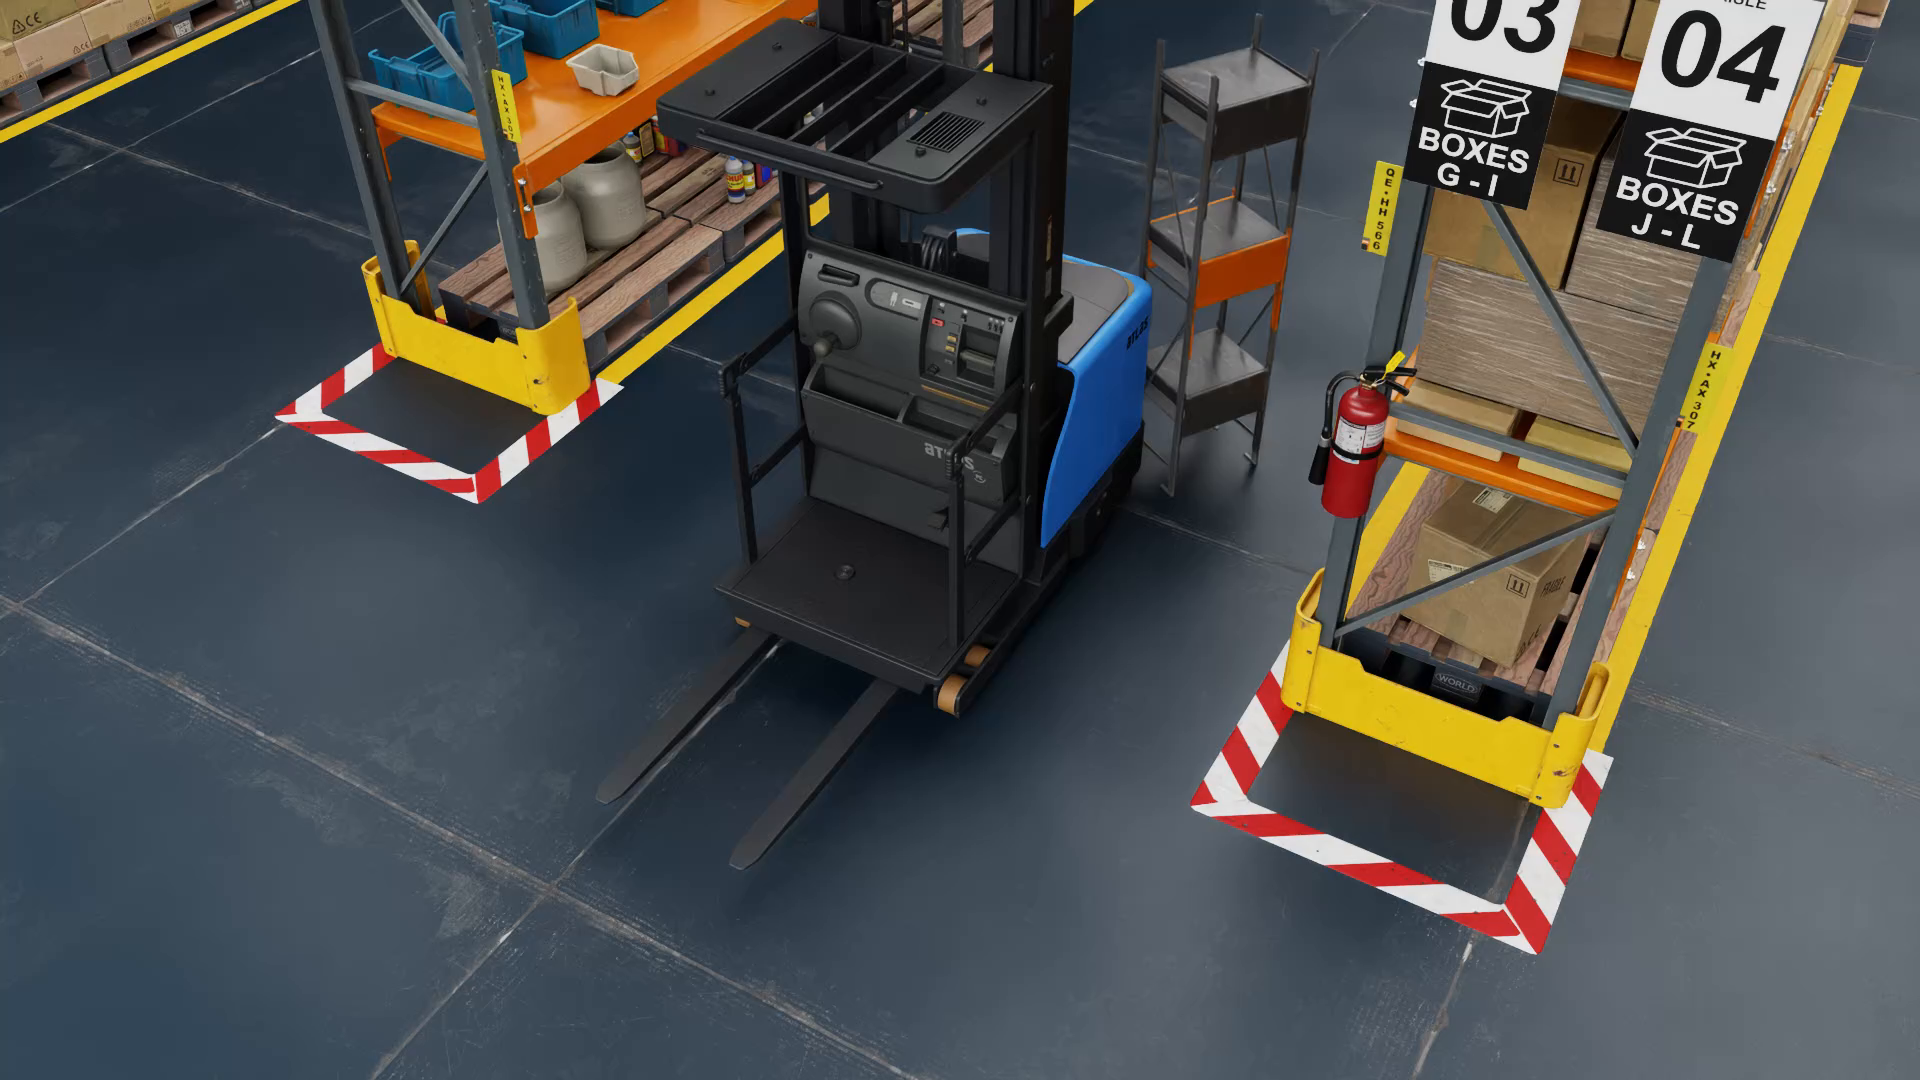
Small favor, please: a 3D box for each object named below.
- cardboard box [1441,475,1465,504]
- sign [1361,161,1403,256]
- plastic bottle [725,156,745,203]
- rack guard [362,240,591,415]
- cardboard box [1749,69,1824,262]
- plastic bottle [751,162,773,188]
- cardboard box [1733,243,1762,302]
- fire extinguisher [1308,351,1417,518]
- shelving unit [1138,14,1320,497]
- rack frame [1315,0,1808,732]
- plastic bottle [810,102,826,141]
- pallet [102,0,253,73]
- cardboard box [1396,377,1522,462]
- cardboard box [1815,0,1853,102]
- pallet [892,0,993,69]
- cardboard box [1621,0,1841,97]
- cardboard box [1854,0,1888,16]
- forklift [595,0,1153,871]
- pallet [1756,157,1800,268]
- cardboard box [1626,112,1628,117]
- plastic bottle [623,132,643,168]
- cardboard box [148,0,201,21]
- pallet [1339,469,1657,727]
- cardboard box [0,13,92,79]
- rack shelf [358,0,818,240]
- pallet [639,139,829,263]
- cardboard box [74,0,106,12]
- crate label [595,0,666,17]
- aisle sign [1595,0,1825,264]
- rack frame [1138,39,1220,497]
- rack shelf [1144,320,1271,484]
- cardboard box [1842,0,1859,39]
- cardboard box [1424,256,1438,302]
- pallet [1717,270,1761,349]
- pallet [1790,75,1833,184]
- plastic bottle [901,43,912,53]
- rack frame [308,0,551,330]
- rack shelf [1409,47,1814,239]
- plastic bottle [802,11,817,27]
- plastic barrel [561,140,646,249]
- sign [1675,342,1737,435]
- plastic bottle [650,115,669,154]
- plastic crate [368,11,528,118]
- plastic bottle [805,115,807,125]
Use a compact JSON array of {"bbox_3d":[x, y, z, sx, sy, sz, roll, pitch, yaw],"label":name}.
[{"bbox_3d":[2.443,-0.249,7.152,0.500,0.500,0.500,-33,51,-32],"label":"cardboard box"},{"bbox_3d":[1.376,-1.072,5.398,0.100,0.325,0.005,21,45,22],"label":"sign"},{"bbox_3d":[-1.265,-2.038,9.341,0.097,0.271,0.097,0,41,0],"label":"plastic bottle"},{"bbox_3d":[-2.445,-1.083,8.417,1.175,0.500,0.348,21,45,22],"label":"rack guard"},{"bbox_3d":[2.614,-1.357,5.779,0.500,0.500,0.500,21,45,22],"label":"cardboard box"},{"bbox_3d":[-1.136,-2.166,9.478,0.061,0.283,0.133,22,46,23],"label":"plastic bottle"},{"bbox_3d":[3.030,-1.140,6.781,0.380,0.149,0.250,21,45,22],"label":"cardboard box"},{"bbox_3d":[1.390,-0.382,5.788,0.296,0.674,0.183,21,45,22],"label":"fire extinguisher"},{"bbox_3d":[1.110,-1.185,7.322,0.503,2.100,0.431,-20,45,-22],"label":"shelving unit"},{"bbox_3d":[1.846,-0.324,5.664,1.000,3.000,0.127,21,45,22],"label":"rack frame"},{"bbox_3d":[-0.856,-2.544,9.912,0.152,0.276,0.135,22,46,23],"label":"plastic bottle"},{"bbox_3d":[-5.771,-3.703,11.610,1.003,0.211,1.213,21,45,22],"label":"pallet"},{"bbox_3d":[1.810,-0.461,6.010,0.380,0.149,0.250,21,45,22],"label":"cardboard box"},{"bbox_3d":[3.108,-1.932,6.432,0.500,0.500,0.500,21,45,22],"label":"cardboard box"},{"bbox_3d":[-0.081,-3.667,11.569,1.003,0.211,1.213,21,45,22],"label":"pallet"},{"bbox_3d":[2.311,-1.584,4.938,0.500,0.250,0.500,22,46,23],"label":"cardboard box"},{"bbox_3d":[4.367,-3.404,8.390,1.000,1.000,1.000,21,46,22],"label":"cardboard box"},{"bbox_3d":[-0.312,-0.739,6.186,1.130,2.935,3.031,21,45,22],"label":"forklift"},{"bbox_3d":[4.236,-2.012,9.691,1.003,0.211,1.213,21,45,22],"label":"pallet"},{"bbox_3d":[2.153,-1.533,5.979,0.500,0.500,0.500,21,45,22],"label":"cardboard box"},{"bbox_3d":[-1.903,-2.273,9.661,0.097,0.201,0.097,0,41,0],"label":"plastic bottle"},{"bbox_3d":[-5.516,-3.819,11.395,0.500,0.250,0.500,21,45,22],"label":"cardboard box"},{"bbox_3d":[2.321,0.226,7.149,1.003,0.211,1.213,21,45,22],"label":"pallet"},{"bbox_3d":[-6.021,-3.249,10.748,0.500,0.250,0.500,21,45,22],"label":"cardboard box"},{"bbox_3d":[-1.441,-2.837,9.061,1.077,0.370,4.000,21,45,22],"label":"rack shelf"},{"bbox_3d":[-1.422,-2.133,9.828,1.003,0.211,1.213,21,45,22],"label":"pallet"},{"bbox_3d":[-5.780,-3.820,10.829,0.500,0.500,0.500,21,45,22],"label":"cardboard box"},{"bbox_3d":[-1.755,-3.118,8.810,0.502,0.435,0.616,21,45,22],"label":"crate label"},{"bbox_3d":[2.075,-1.165,4.652,0.394,0.787,0.004,21,45,22],"label":"aisle sign"},{"bbox_3d":[0.897,-1.106,7.232,0.015,2.100,0.400,-20,45,-22],"label":"rack frame"},{"bbox_3d":[1.110,-0.649,7.794,0.480,0.518,0.431,-20,45,-22],"label":"rack shelf"},{"bbox_3d":[3.612,-2.502,7.080,0.500,0.500,0.500,21,45,22],"label":"cardboard box"},{"bbox_3d":[2.292,-1.105,6.250,0.875,0.500,0.500,21,45,22],"label":"cardboard box"},{"bbox_3d":[3.542,-1.170,8.735,1.003,0.211,1.213,21,45,22],"label":"pallet"},{"bbox_3d":[4.846,-2.713,10.487,1.003,0.211,1.213,21,45,22],"label":"pallet"},{"bbox_3d":[-0.352,-3.055,10.550,0.097,0.201,0.097,0,41,0],"label":"plastic bottle"},{"bbox_3d":[-2.442,-1.962,7.524,1.000,3.000,0.127,21,45,22],"label":"rack frame"},{"bbox_3d":[2.847,-2.324,6.210,1.077,0.370,4.000,21,45,22],"label":"rack shelf"},{"bbox_3d":[-0.979,-3.355,10.837,0.097,0.271,0.097,0,41,0],"label":"plastic bottle"},{"bbox_3d":[-1.928,-1.875,8.989,0.421,0.512,0.421,0,41,0],"label":"plastic barrel"},{"bbox_3d":[2.316,-0.470,5.174,0.100,0.325,0.005,21,45,22],"label":"sign"},{"bbox_3d":[-1.753,-2.436,9.790,0.152,0.276,0.135,21,46,22],"label":"plastic bottle"},{"bbox_3d":[-2.451,-2.292,8.011,0.499,0.251,0.616,21,45,22],"label":"plastic crate"},{"bbox_3d":[-0.942,-2.407,9.761,0.097,0.271,0.097,0,41,0],"label":"plastic bottle"}]
